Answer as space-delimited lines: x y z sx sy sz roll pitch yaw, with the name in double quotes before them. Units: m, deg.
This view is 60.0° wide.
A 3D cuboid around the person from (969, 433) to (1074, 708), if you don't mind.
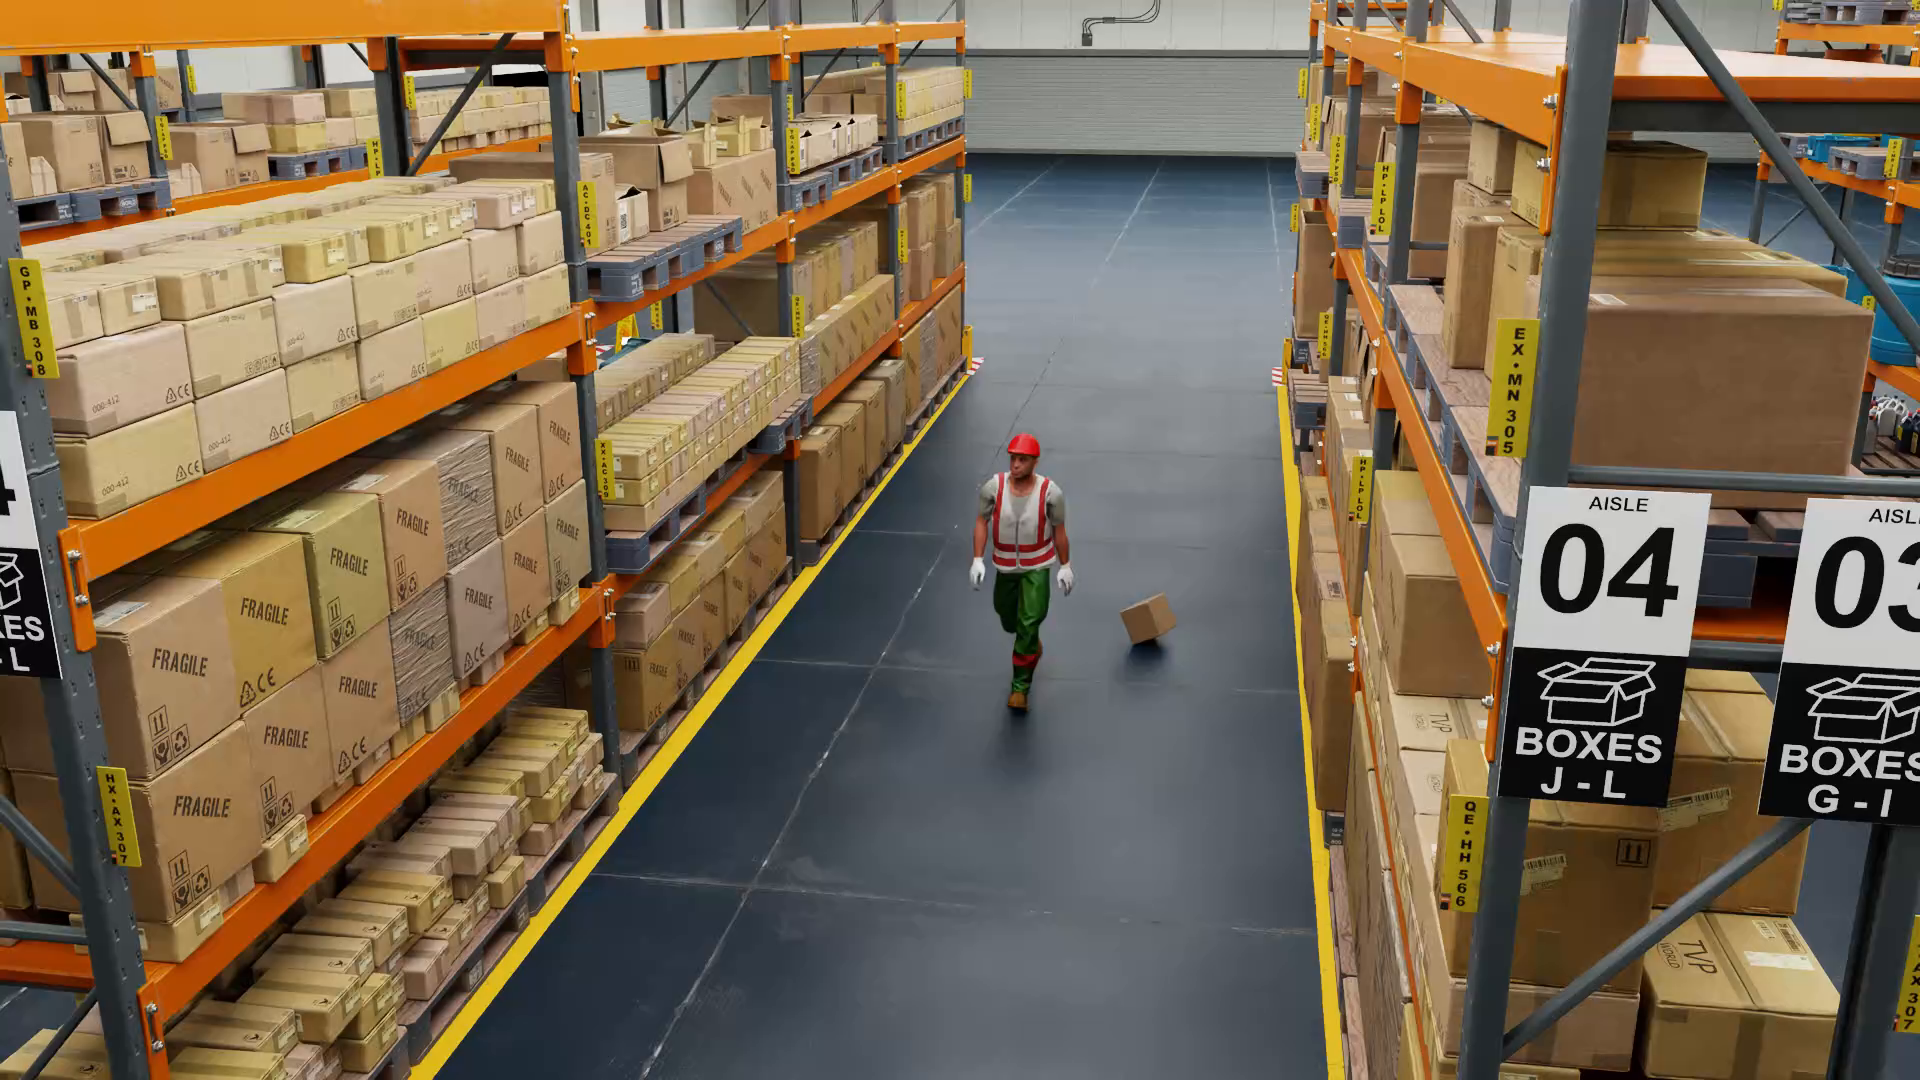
"person" 0.407 0.139 10.615 0.656 1.744 0.984 4 18 14
